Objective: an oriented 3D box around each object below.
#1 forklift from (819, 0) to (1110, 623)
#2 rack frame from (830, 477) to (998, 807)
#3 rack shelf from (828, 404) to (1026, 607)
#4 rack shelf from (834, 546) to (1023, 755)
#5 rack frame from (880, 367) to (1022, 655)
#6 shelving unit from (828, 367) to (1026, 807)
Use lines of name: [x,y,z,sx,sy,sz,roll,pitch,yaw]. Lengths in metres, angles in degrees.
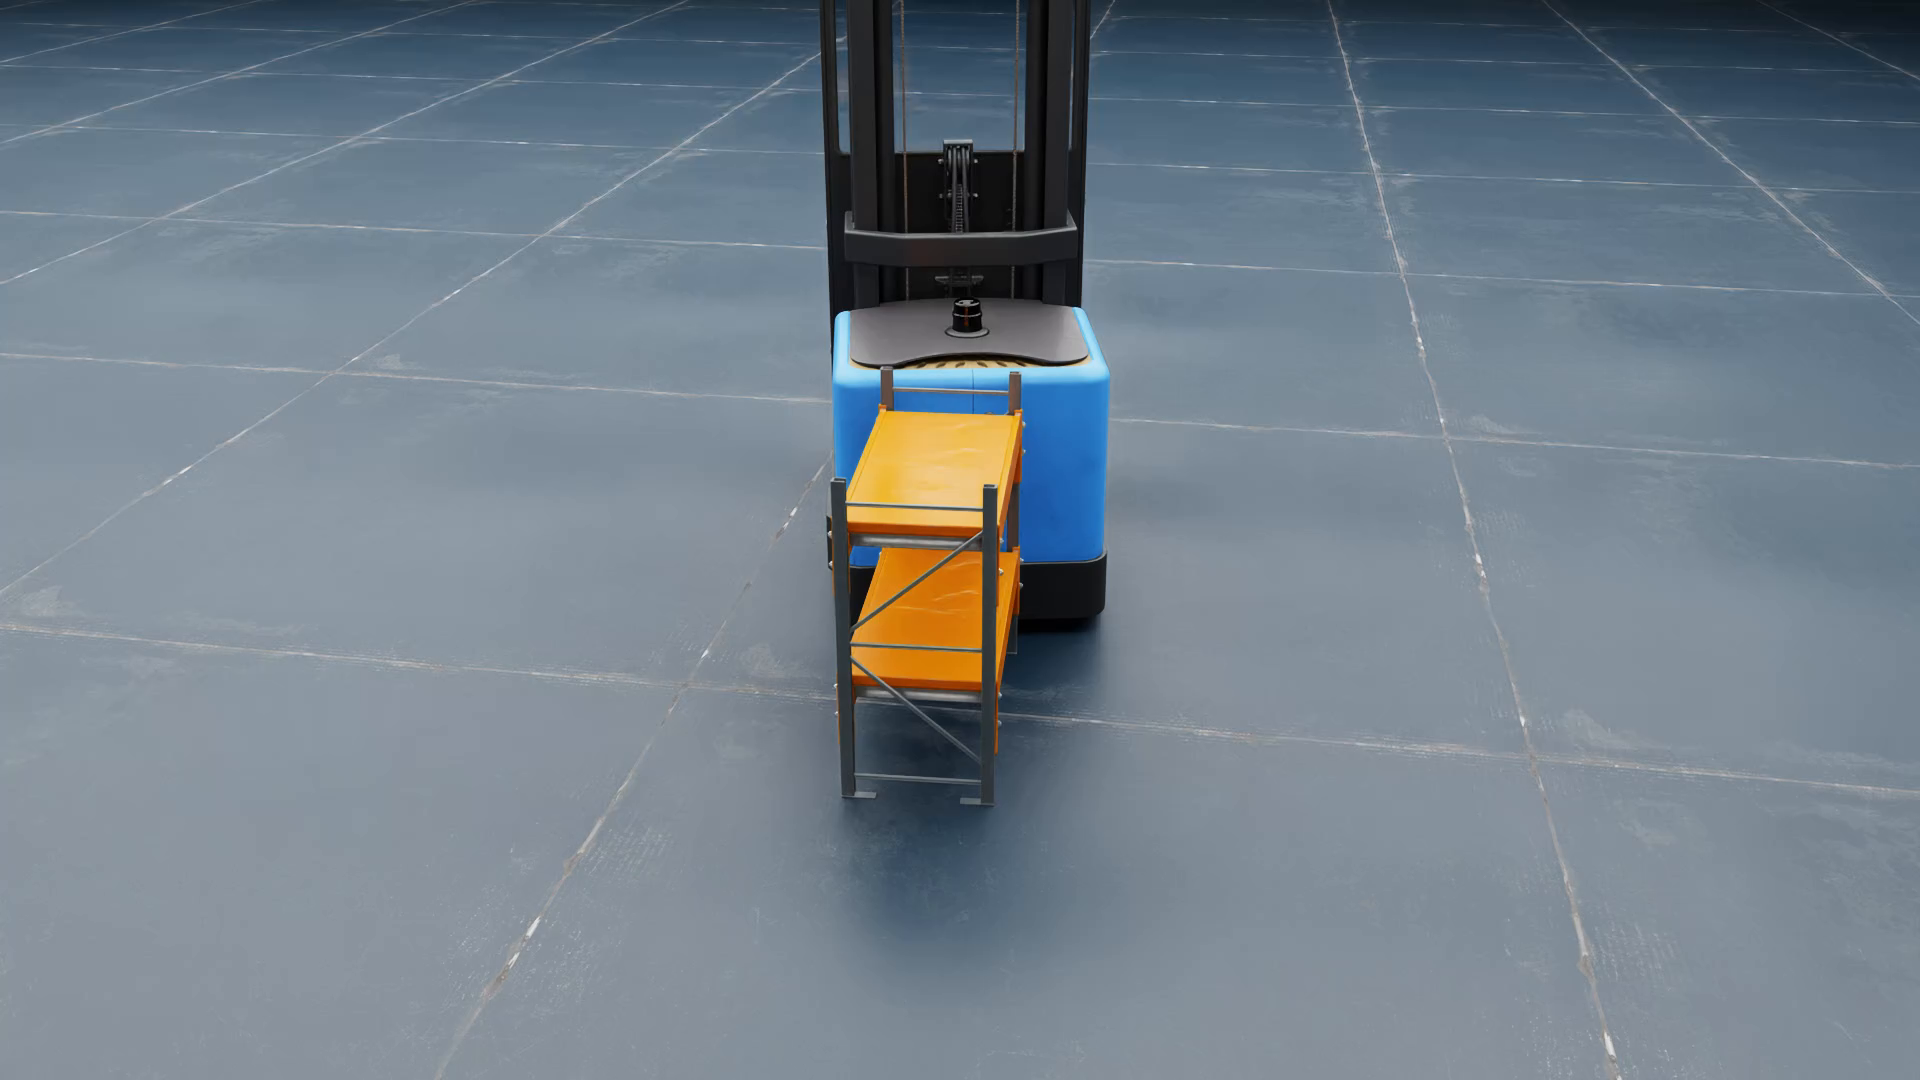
forklift: [-0.034,-1.591,7.192,1.130,2.935,3.031,-1,25,-3]
rack frame: [-0.137,0.339,5.200,0.500,1.125,0.032,3,25,5]
rack shelf: [-0.085,-0.141,5.534,0.538,0.278,1.000,3,25,5]
rack shelf: [-0.085,0.346,5.761,0.538,0.278,1.000,3,25,5]
rack frame: [-0.032,-0.090,6.116,0.500,1.125,0.032,3,25,5]
shelving unit: [-0.085,0.124,5.658,0.538,1.125,1.048,3,25,5]
